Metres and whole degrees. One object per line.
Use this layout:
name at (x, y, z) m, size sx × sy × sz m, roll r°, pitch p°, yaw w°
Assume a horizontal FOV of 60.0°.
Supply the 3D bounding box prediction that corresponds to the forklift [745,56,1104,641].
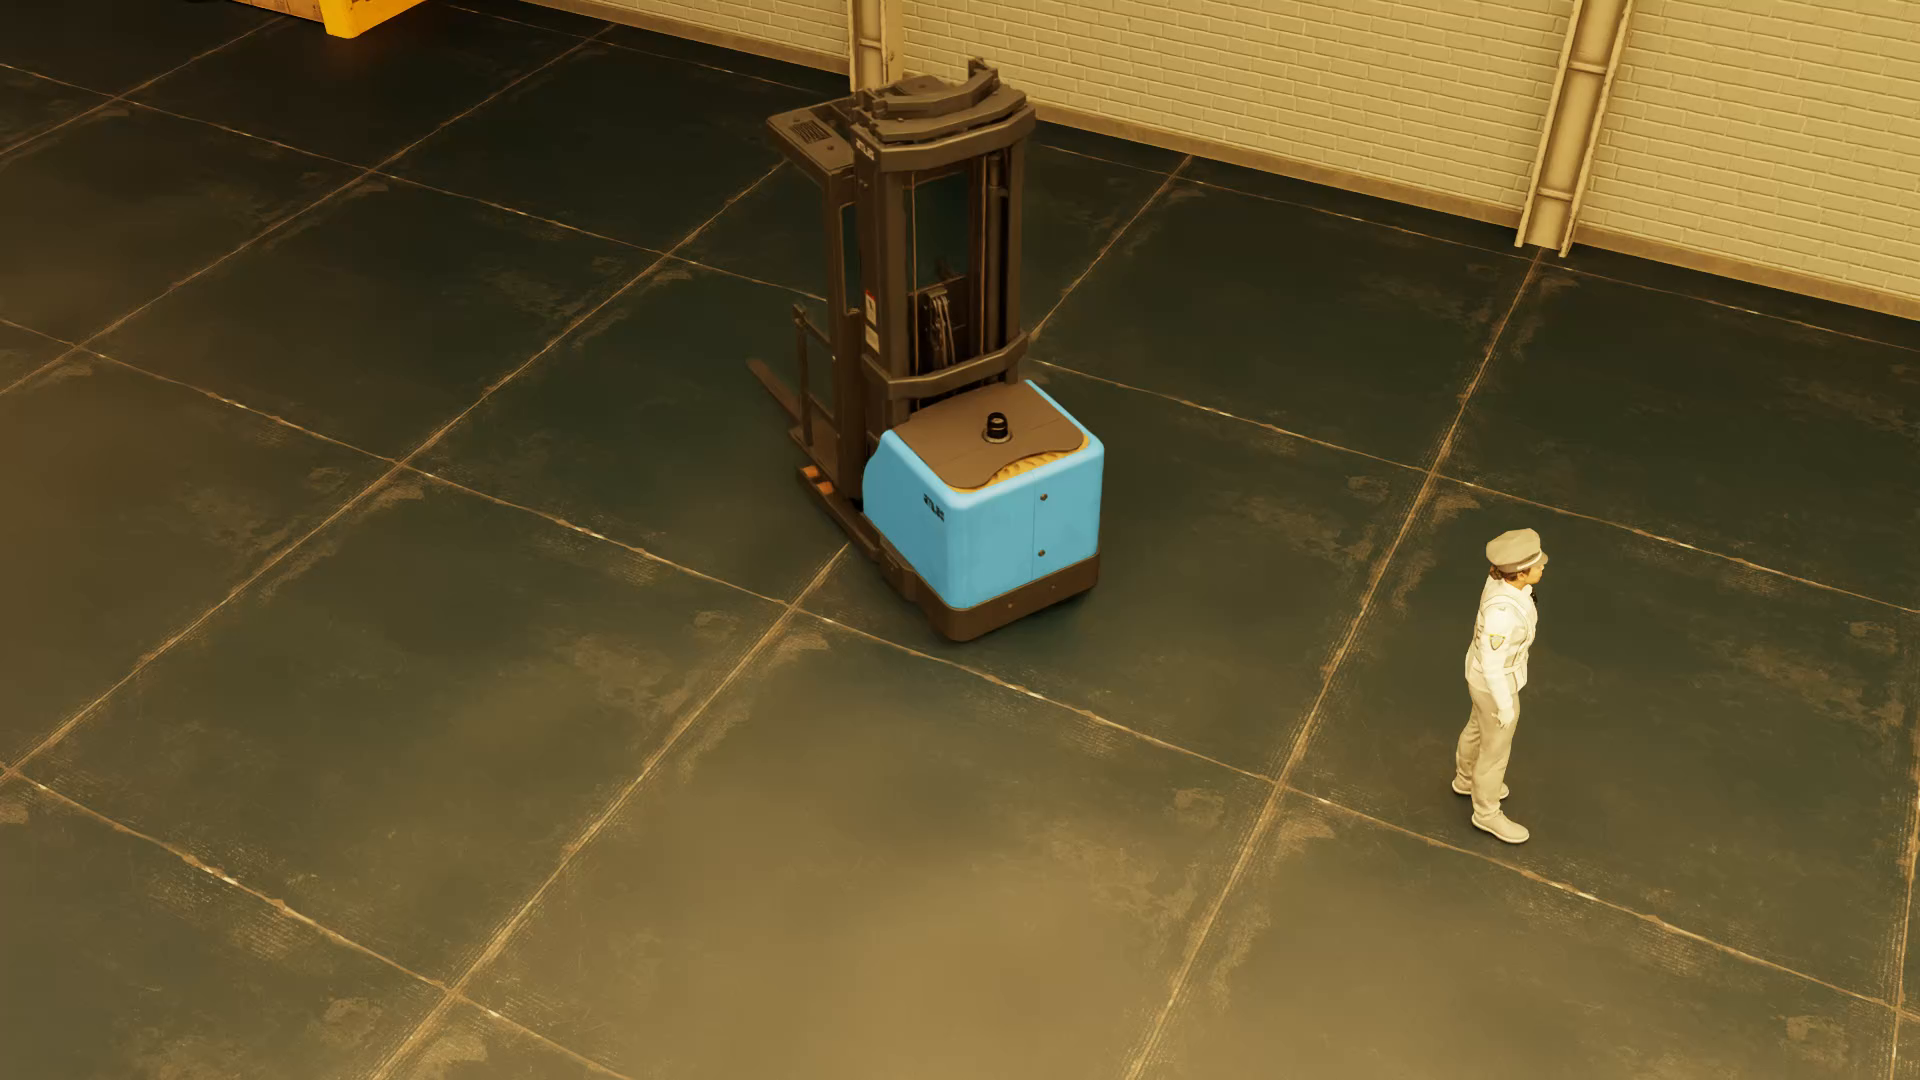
forklift at (-0.386, -1.469, 9.731) m, size 1.130 × 2.935 × 3.031 m, roll -22°, pitch 45°, yaw -24°

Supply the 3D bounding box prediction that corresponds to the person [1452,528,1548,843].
person at (2.696, 0.677, 8.132) m, size 0.530 × 1.694 × 0.588 m, roll 11°, pitch 41°, yaw 12°
